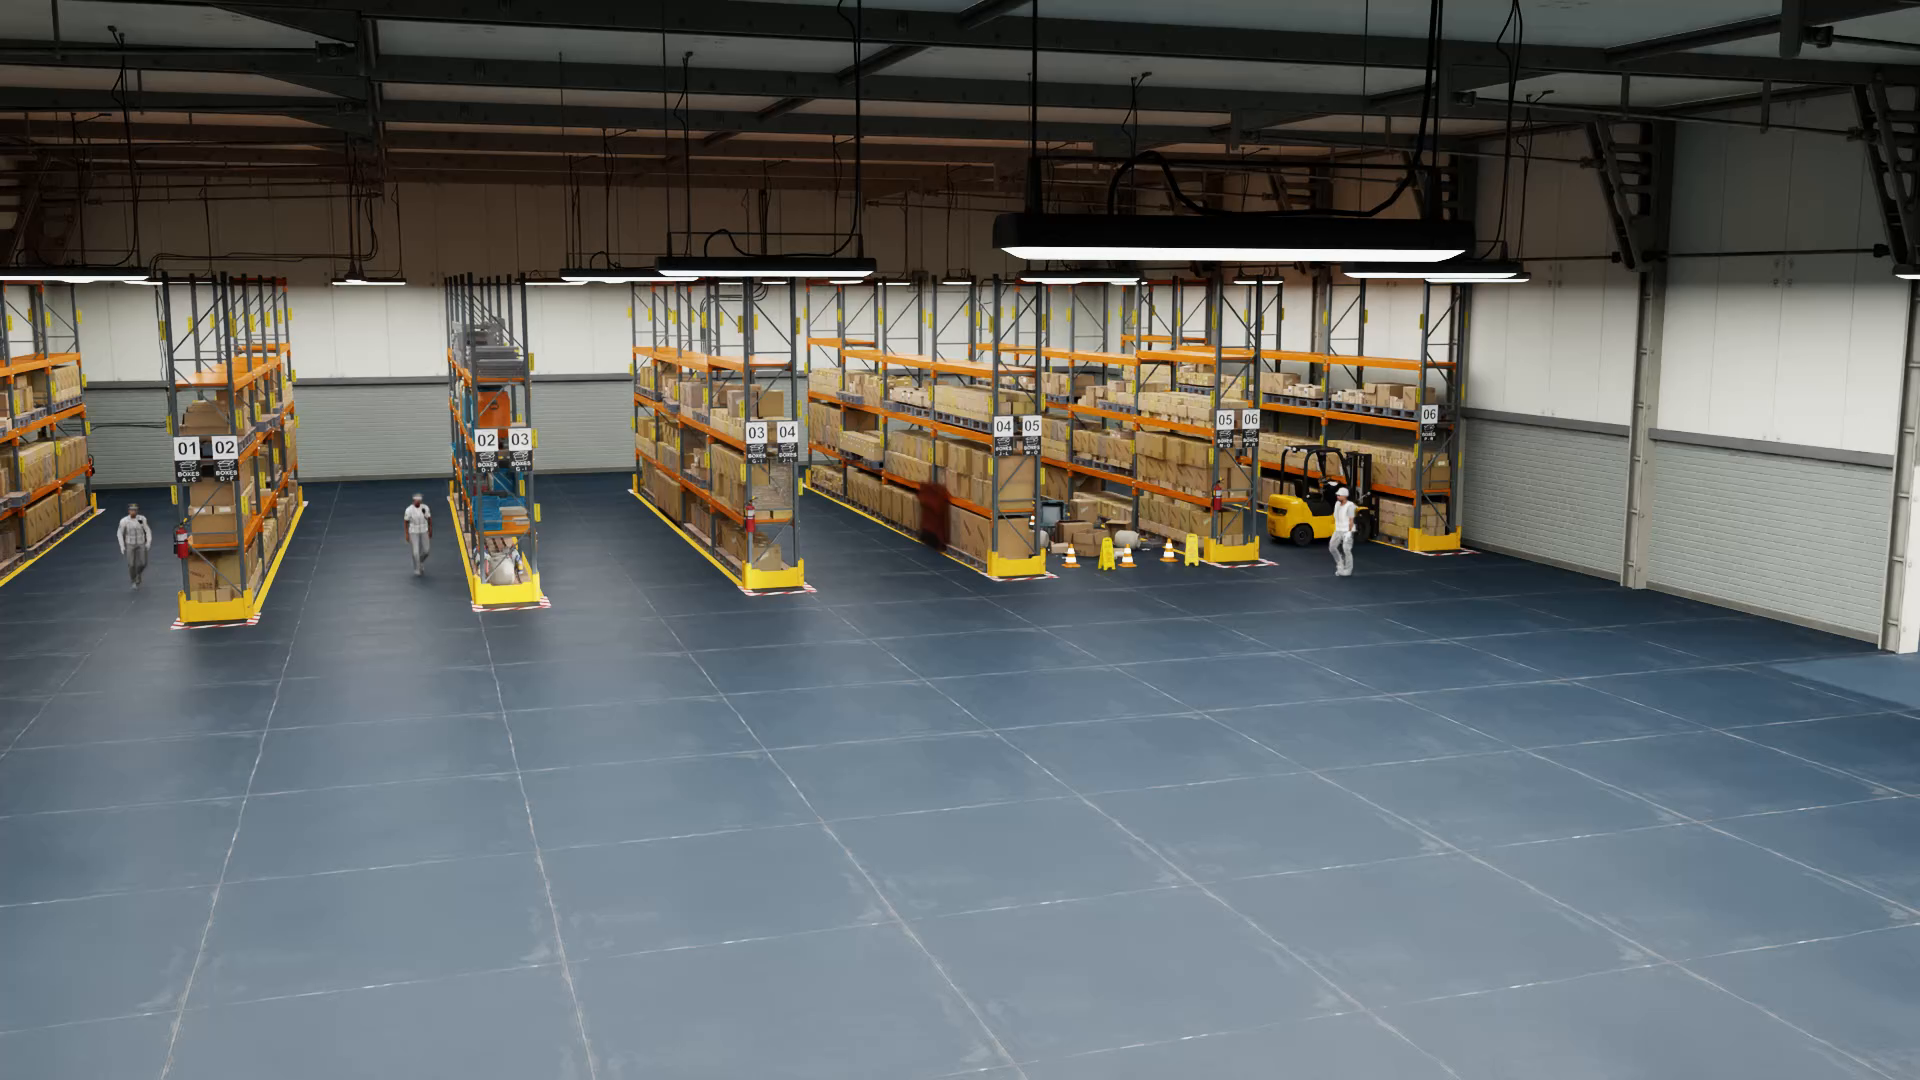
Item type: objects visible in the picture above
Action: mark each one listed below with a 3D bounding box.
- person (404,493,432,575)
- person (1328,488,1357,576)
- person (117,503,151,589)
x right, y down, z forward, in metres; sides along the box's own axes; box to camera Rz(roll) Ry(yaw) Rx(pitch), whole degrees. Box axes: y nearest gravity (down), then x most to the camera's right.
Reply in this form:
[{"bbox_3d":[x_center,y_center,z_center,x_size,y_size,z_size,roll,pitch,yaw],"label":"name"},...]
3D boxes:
[{"bbox_3d":[-10.956,-0.143,33.634,0.540,1.658,0.534,-4,9,-24],"label":"person"},{"bbox_3d":[7.675,-0.154,33.158,0.502,1.801,0.537,-6,11,-37],"label":"person"},{"bbox_3d":[-15.927,0.090,32.082,0.587,1.659,0.537,-5,10,-32],"label":"person"}]
